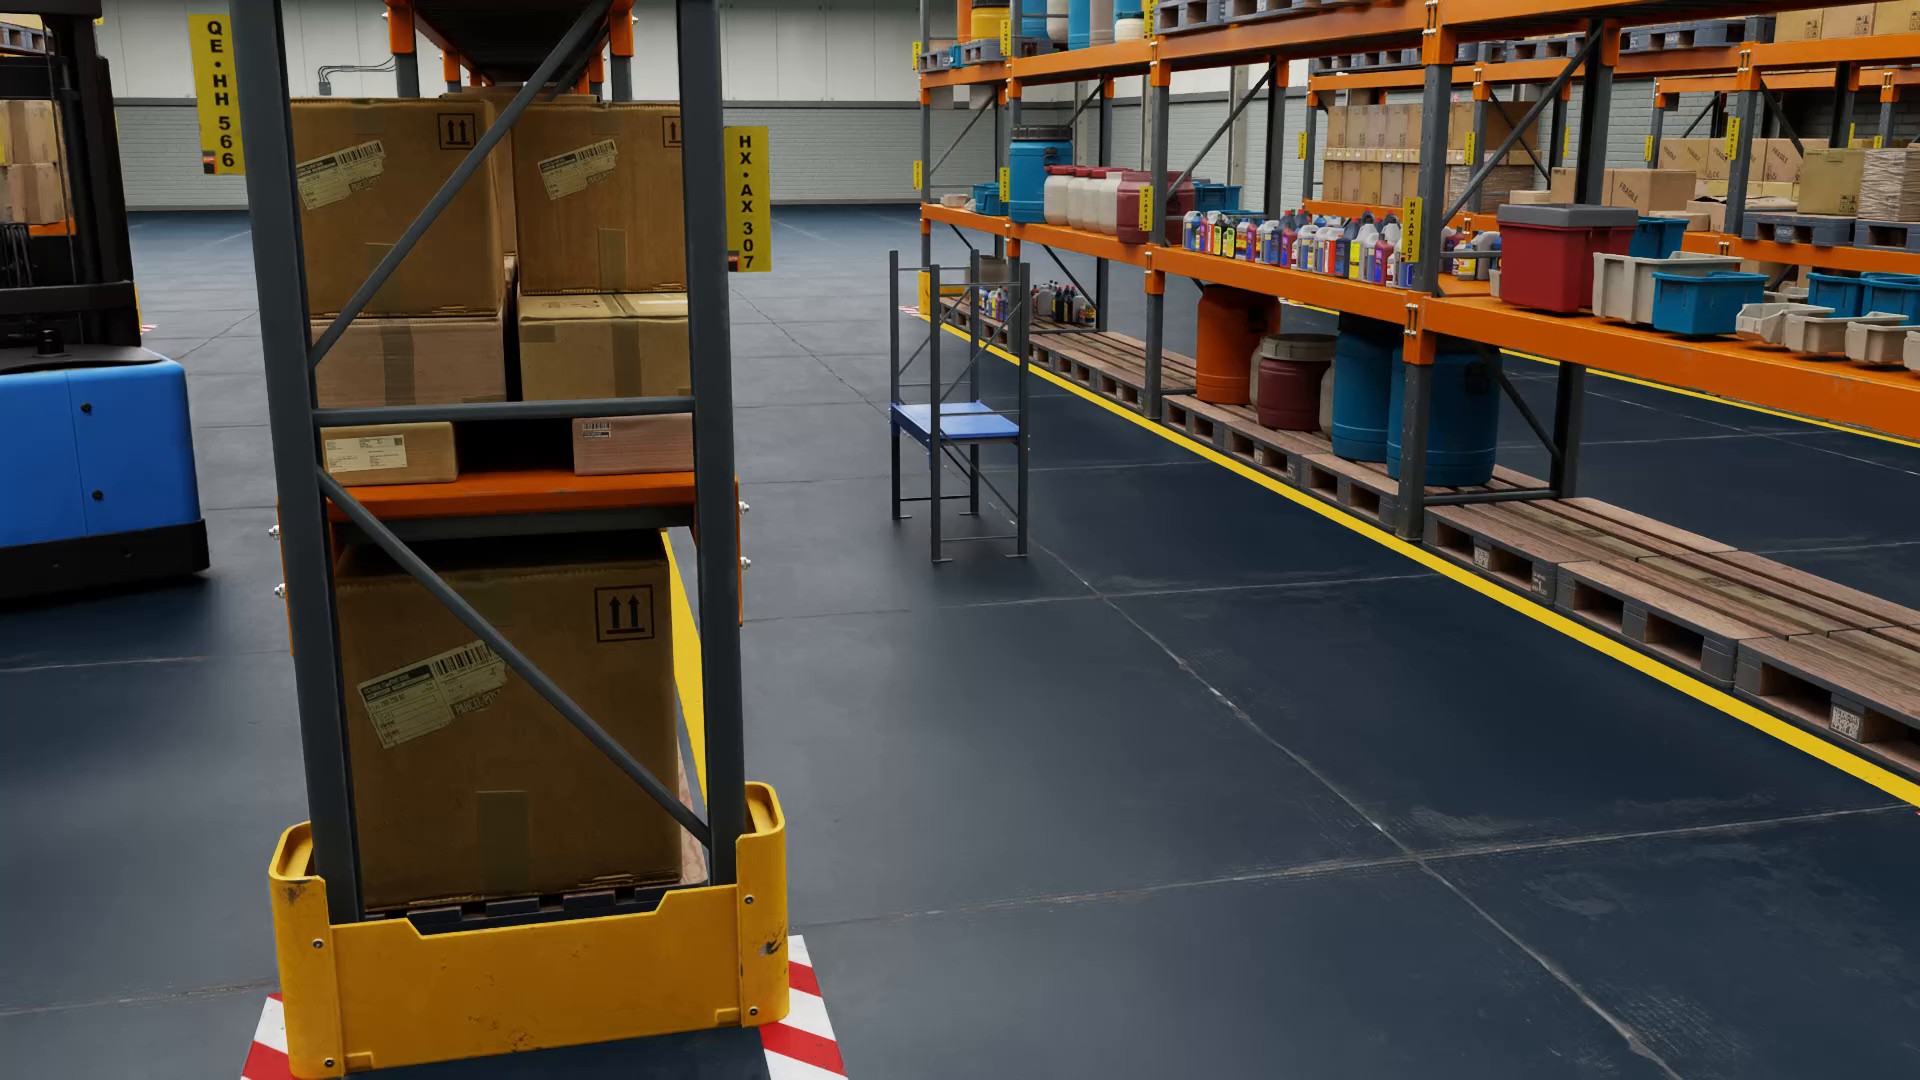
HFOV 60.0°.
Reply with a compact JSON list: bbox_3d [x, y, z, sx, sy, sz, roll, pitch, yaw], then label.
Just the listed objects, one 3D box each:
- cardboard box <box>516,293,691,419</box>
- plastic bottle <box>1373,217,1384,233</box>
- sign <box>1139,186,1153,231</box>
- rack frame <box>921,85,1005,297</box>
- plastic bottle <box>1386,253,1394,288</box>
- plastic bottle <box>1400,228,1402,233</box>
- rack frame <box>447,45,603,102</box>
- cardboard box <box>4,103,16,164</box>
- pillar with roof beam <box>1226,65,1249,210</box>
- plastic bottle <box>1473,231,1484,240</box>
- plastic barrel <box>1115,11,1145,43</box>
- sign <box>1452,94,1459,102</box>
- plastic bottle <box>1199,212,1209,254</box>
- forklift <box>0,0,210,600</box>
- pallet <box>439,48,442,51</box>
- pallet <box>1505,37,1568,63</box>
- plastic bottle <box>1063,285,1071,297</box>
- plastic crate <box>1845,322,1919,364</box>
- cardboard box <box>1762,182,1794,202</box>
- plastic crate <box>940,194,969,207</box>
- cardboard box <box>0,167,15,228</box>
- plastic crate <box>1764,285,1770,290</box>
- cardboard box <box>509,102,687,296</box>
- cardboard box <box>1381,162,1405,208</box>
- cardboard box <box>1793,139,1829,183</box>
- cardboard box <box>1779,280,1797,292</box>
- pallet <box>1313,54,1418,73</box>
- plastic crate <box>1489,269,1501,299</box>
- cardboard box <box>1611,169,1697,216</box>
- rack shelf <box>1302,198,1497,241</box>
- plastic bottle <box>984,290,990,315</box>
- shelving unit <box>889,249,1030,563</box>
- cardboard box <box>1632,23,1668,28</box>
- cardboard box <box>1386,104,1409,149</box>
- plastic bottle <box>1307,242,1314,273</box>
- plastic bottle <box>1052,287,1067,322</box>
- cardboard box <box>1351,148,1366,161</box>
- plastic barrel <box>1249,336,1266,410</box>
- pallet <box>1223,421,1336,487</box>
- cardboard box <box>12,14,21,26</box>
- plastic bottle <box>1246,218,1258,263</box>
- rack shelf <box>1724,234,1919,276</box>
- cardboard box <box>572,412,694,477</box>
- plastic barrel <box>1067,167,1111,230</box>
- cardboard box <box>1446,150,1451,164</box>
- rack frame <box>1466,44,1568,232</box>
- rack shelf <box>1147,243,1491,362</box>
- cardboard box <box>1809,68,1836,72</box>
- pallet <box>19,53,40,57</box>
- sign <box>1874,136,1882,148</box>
[{"bbox_3d":[-0.875,-0.484,4.278,0.500,0.250,0.500,-4,14,-15],"label":"cardboard box"},{"bbox_3d":[2.413,-1.706,9.694,0.144,0.351,0.185,-3,14,-13],"label":"plastic bottle"},{"bbox_3d":[1.378,-2.455,12.313,0.100,0.325,0.005,-3,14,-13],"label":"sign"},{"bbox_3d":[0.032,-4.254,20.018,1.000,3.000,0.127,-3,14,-13],"label":"rack frame"},{"bbox_3d":[2.390,-1.487,9.113,0.097,0.201,0.097,0,14,0],"label":"plastic bottle"},{"bbox_3d":[2.817,-1.869,10.528,0.097,0.271,0.097,0,14,0],"label":"plastic bottle"},{"bbox_3d":[-2.903,-2.132,11.334,1.000,3.000,0.127,-3,14,-13],"label":"rack frame"},{"bbox_3d":[-8.983,-3.607,14.778,0.875,0.550,0.550,-3,14,-13],"label":"cardboard box"},{"bbox_3d":[2.255,-11.520,37.117,9.100,9.000,0.400,-3,14,-13],"label":"pillar with roof beam"},{"bbox_3d":[3.026,-1.664,9.688,0.097,0.271,0.097,0,14,0],"label":"plastic bottle"},{"bbox_3d":[1.385,-4.079,13.272,0.301,0.262,0.301,0,14,0],"label":"plastic barrel"},{"bbox_3d":[8.810,-7.783,29.578,0.001,0.298,0.199,-3,14,-13],"label":"sign"},{"bbox_3d":[1.731,-2.155,11.675,0.061,0.283,0.133,-3,14,-13],"label":"plastic bottle"},{"bbox_3d":[-4.930,-1.425,8.584,1.130,2.935,3.031,-10,17,-36],"label":"forklift"},{"bbox_3d":[-3.801,-4.273,14.170,1.213,0.211,1.003,-3,14,-13],"label":"pallet"},{"bbox_3d":[6.007,-4.768,16.205,0.805,0.209,1.217,-4,14,-15],"label":"pallet"},{"bbox_3d":[1.141,-2.511,17.539,0.144,0.351,0.185,-4,14,-16],"label":"plastic bottle"},{"bbox_3d":[3.368,-0.710,5.940,0.396,0.136,0.243,-3,14,-13],"label":"plastic crate"},{"bbox_3d":[9.954,-4.143,19.839,0.500,0.250,0.500,-3,14,-13],"label":"cardboard box"},{"bbox_3d":[-0.070,-3.901,19.131,0.298,0.136,0.250,-3,14,-13],"label":"plastic crate"},{"bbox_3d":[-8.786,-2.959,14.403,0.875,0.550,0.550,-3,14,-13],"label":"cardboard box"},{"bbox_3d":[3.374,-1.138,7.717,0.437,0.125,0.590,-3,14,-13],"label":"plastic crate"},{"bbox_3d":[-0.992,-0.964,4.661,0.500,0.500,0.500,-4,14,-15],"label":"cardboard box"},{"bbox_3d":[5.311,-4.112,19.228,0.700,0.500,0.500,-3,14,-11],"label":"cardboard box"},{"bbox_3d":[10.067,-4.391,19.274,0.500,0.500,0.500,-3,14,-14],"label":"cardboard box"},{"bbox_3d":[10.245,-3.082,20.303,0.380,0.149,0.250,-4,14,-18],"label":"cardboard box"},{"bbox_3d":[4.989,-5.779,20.126,1.003,0.211,1.213,-3,14,-13],"label":"pallet"},{"bbox_3d":[2.821,-1.271,8.239,0.396,0.136,0.243,-3,14,-13],"label":"plastic crate"},{"bbox_3d":[6.317,-3.118,15.160,0.500,0.500,0.500,-4,14,-16],"label":"cardboard box"},{"bbox_3d":[5.318,-3.718,19.342,1.077,0.370,4.000,-3,14,-13],"label":"rack shelf"},{"bbox_3d":[0.307,-2.558,17.897,0.097,0.271,0.097,0,14,0],"label":"plastic bottle"},{"bbox_3d":[-0.020,-0.748,8.830,0.538,1.500,1.048,-3,14,-13],"label":"shelving unit"},{"bbox_3d":[6.301,-4.626,14.652,0.500,0.250,0.500,-4,14,-14],"label":"cardboard box"},{"bbox_3d":[5.323,-4.734,19.041,0.700,0.500,0.500,-3,14,-13],"label":"cardboard box"},{"bbox_3d":[2.154,-1.719,10.061,0.097,0.201,0.097,0,14,0],"label":"plastic bottle"},{"bbox_3d":[1.045,-2.459,17.327,0.144,0.351,0.185,-3,14,-13],"label":"plastic bottle"},{"bbox_3d":[4.910,-4.614,19.913,0.380,0.149,0.250,-4,14,-14],"label":"cardboard box"},{"bbox_3d":[2.262,-1.167,11.739,0.421,0.512,0.421,0,14,0],"label":"plastic barrel"},{"bbox_3d":[2.420,-0.593,10.911,1.003,0.211,1.213,-3,14,-13],"label":"pallet"},{"bbox_3d":[-8.621,-4.668,14.825,0.380,0.149,0.250,-4,14,-14],"label":"cardboard box"},{"bbox_3d":[1.925,-1.965,10.894,0.061,0.283,0.133,-3,14,-13],"label":"plastic bottle"},{"bbox_3d":[7.196,-1.873,11.788,1.077,0.370,4.000,-3,14,-13],"label":"rack shelf"},{"bbox_3d":[-0.787,-0.265,4.221,0.380,0.149,0.250,-3,14,-13],"label":"cardboard box"},{"bbox_3d":[1.155,-2.995,14.579,0.433,0.535,0.433,0,14,0],"label":"plastic barrel"},{"bbox_3d":[5.395,-4.138,17.968,0.380,0.149,0.250,-4,14,-15],"label":"cardboard box"},{"bbox_3d":[5.787,-3.606,17.368,1.000,3.000,0.127,-3,14,-13],"label":"rack frame"},{"bbox_3d":[2.381,-1.597,10.661,1.077,0.370,4.000,-3,14,-13],"label":"rack shelf"},{"bbox_3d":[10.136,-5.619,19.032,0.500,0.500,0.500,-5,14,-18],"label":"cardboard box"},{"bbox_3d":[-9.443,-4.968,16.809,1.003,0.211,1.213,-3,14,-13],"label":"pallet"},{"bbox_3d":[10.076,-4.272,18.268,0.100,0.325,0.005,-3,14,-13],"label":"sign"}]
